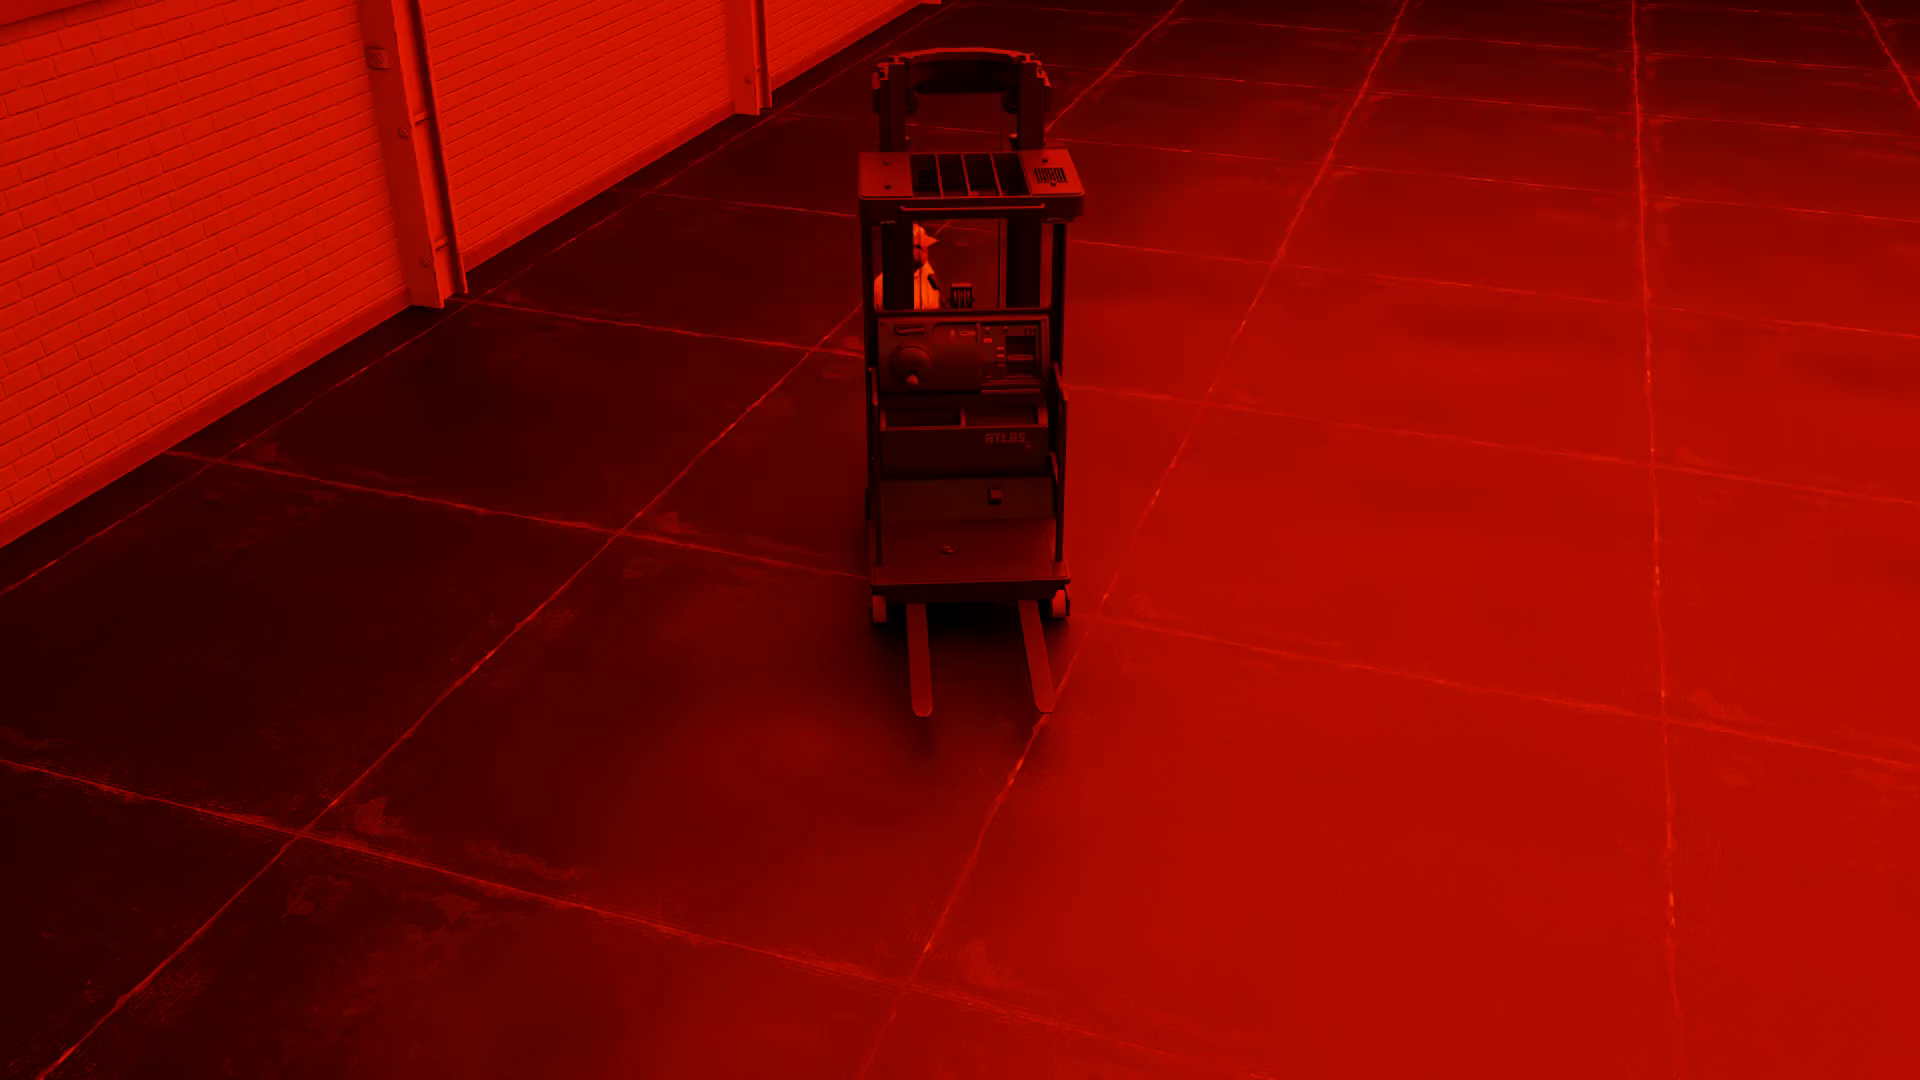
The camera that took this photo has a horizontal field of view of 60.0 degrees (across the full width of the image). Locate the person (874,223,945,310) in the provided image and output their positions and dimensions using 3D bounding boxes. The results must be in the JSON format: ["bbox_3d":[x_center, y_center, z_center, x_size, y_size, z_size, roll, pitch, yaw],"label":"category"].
[{"bbox_3d":[-0.254,-1.143,10.411,0.510,1.673,0.596,22,36,33],"label":"person"}]

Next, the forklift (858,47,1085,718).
[{"bbox_3d":[0.035,-0.972,8.842,1.130,2.935,3.031,-2,30,-3],"label":"forklift"}]
